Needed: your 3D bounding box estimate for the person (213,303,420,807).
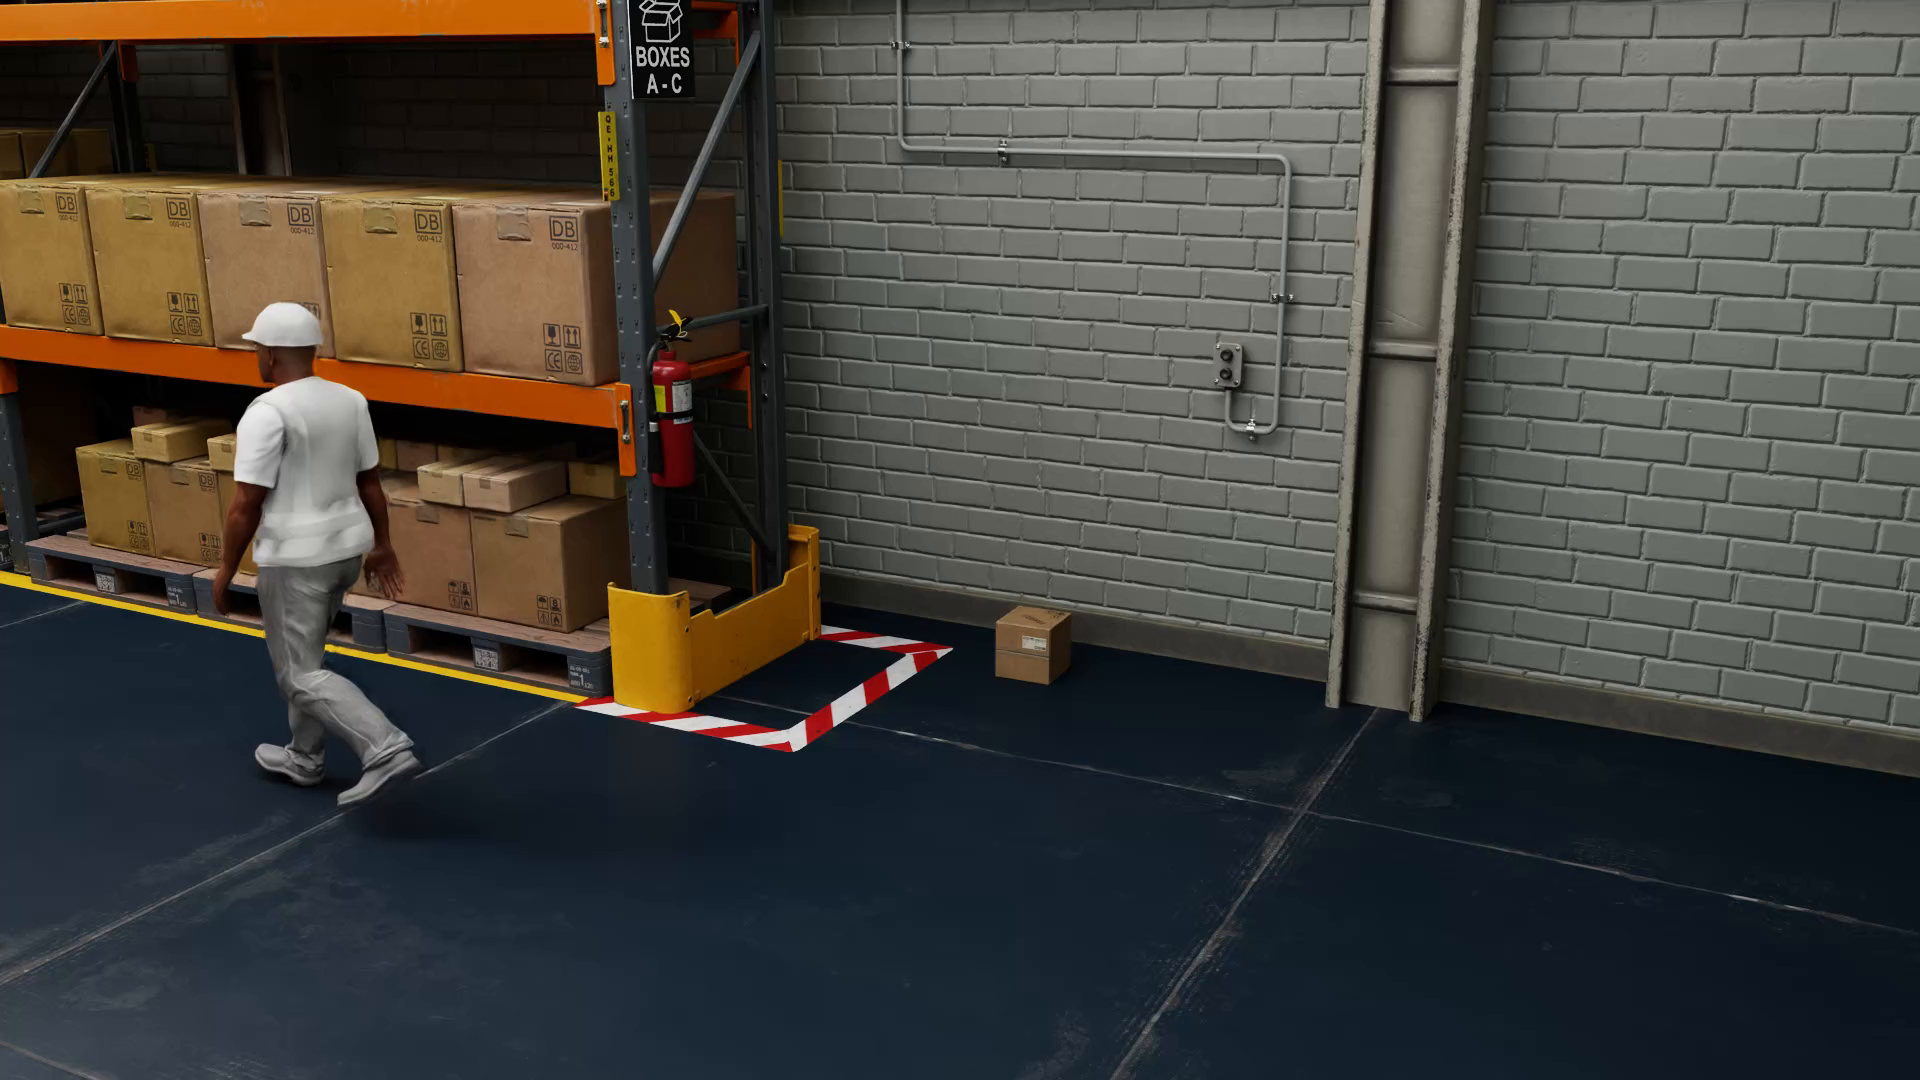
[{"bbox_3d":[-2.199,0.066,5.761,0.890,1.748,0.628,6,17,20],"label":"person"}]
